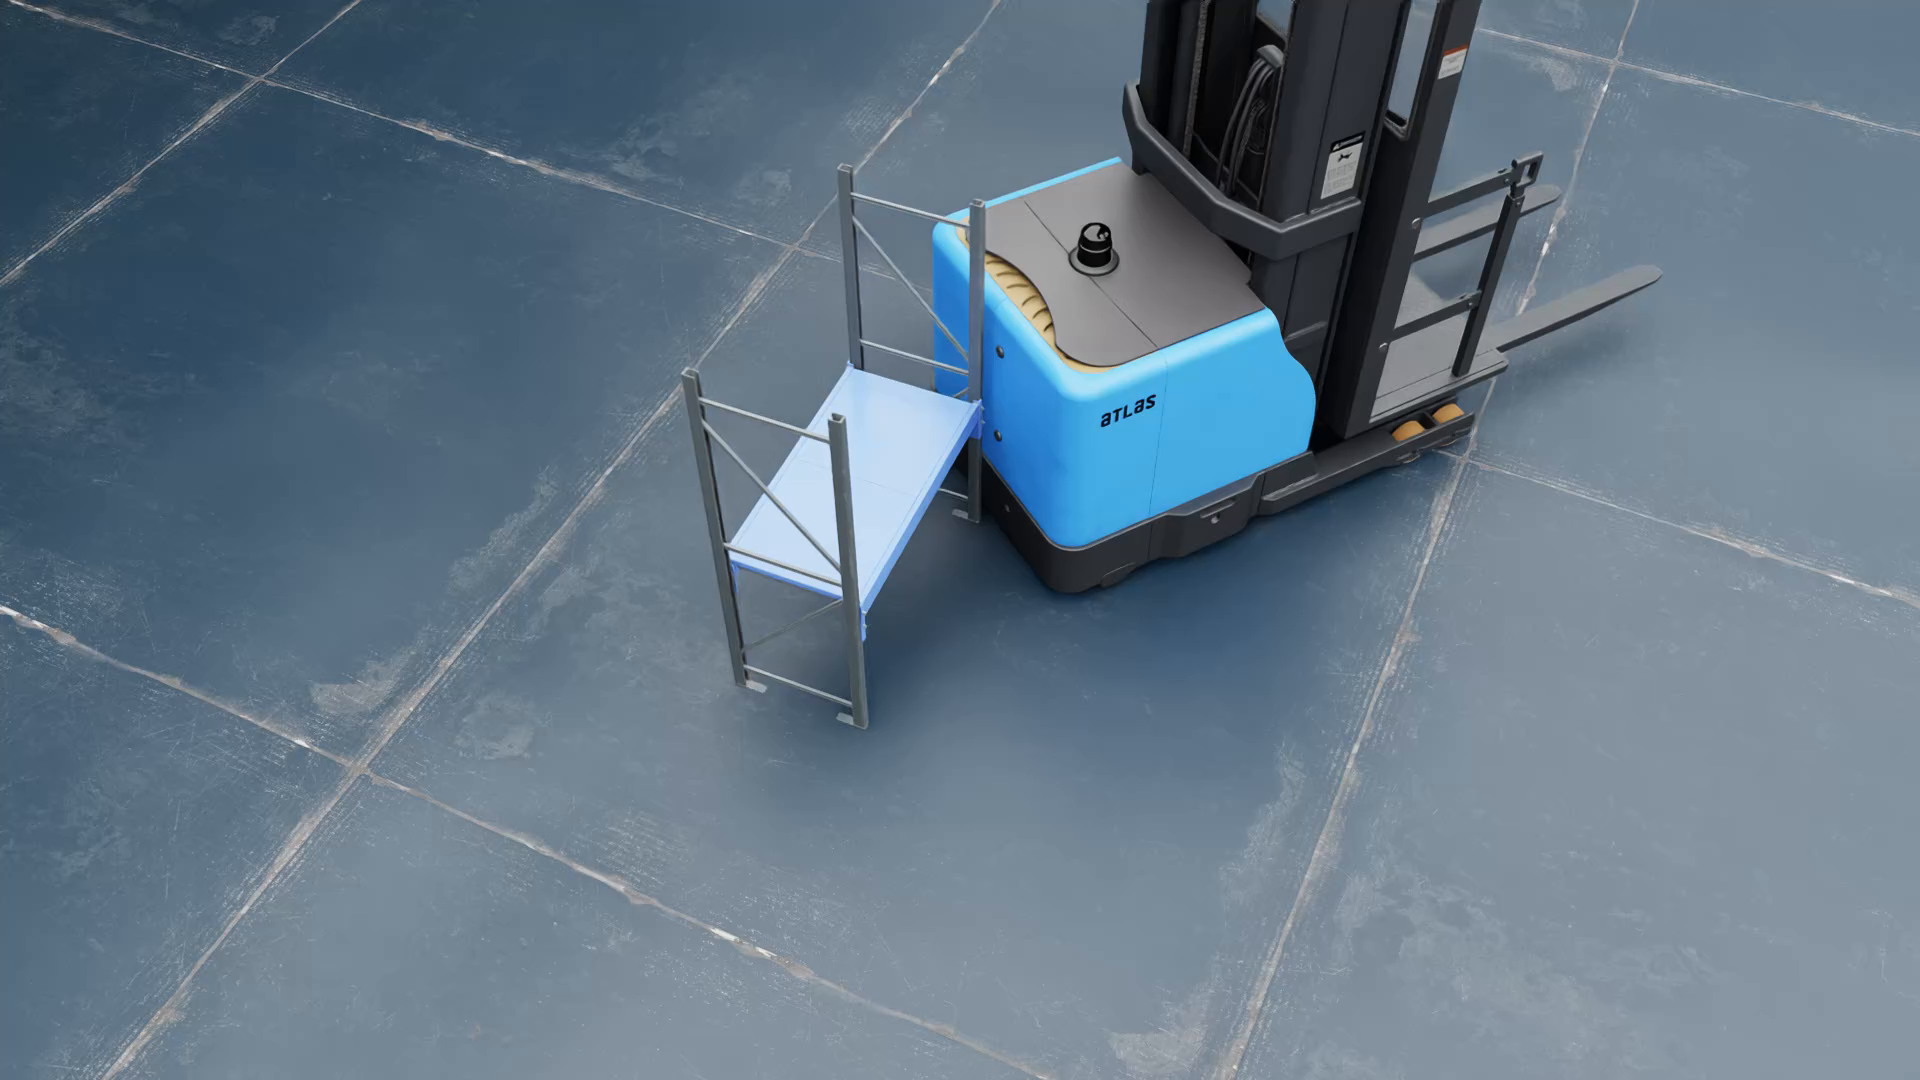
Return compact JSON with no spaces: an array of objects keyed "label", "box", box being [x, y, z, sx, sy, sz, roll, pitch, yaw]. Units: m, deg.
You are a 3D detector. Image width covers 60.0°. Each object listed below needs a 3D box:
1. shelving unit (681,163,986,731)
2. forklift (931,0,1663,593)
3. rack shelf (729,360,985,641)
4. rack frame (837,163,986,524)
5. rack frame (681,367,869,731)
[{"label":"shelving unit","box":[-0.353,-0.275,5.499,0.538,1.500,1.048,18,52,15]},{"label":"forklift","box":[1.431,-1.584,5.674,3.031,2.935,1.130,-23,53,-18]},{"label":"rack shelf","box":[-0.353,-0.158,5.636,0.538,0.185,1.000,18,52,15]},{"label":"rack frame","box":[-0.156,-0.631,5.803,0.500,1.500,0.032,18,52,15]},{"label":"rack frame","box":[-0.549,0.082,5.195,0.500,1.500,0.032,18,52,15]}]
